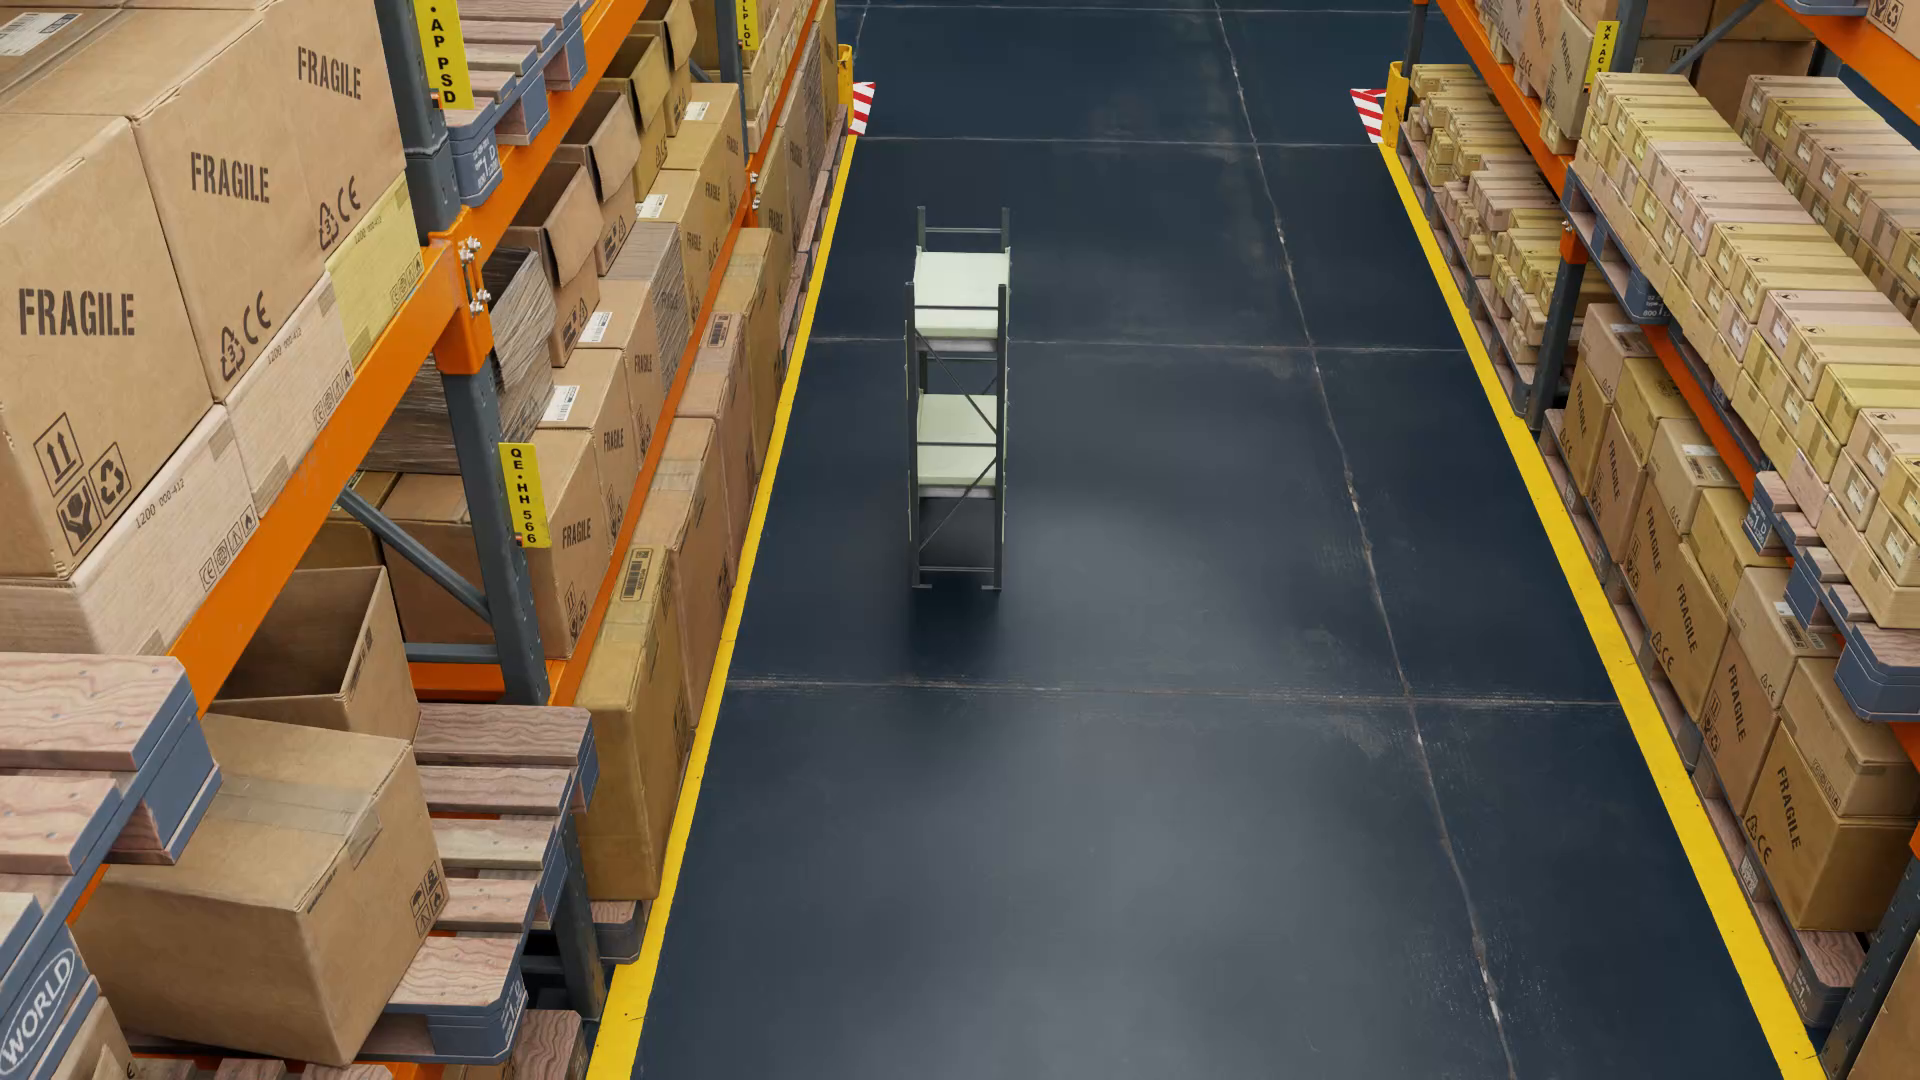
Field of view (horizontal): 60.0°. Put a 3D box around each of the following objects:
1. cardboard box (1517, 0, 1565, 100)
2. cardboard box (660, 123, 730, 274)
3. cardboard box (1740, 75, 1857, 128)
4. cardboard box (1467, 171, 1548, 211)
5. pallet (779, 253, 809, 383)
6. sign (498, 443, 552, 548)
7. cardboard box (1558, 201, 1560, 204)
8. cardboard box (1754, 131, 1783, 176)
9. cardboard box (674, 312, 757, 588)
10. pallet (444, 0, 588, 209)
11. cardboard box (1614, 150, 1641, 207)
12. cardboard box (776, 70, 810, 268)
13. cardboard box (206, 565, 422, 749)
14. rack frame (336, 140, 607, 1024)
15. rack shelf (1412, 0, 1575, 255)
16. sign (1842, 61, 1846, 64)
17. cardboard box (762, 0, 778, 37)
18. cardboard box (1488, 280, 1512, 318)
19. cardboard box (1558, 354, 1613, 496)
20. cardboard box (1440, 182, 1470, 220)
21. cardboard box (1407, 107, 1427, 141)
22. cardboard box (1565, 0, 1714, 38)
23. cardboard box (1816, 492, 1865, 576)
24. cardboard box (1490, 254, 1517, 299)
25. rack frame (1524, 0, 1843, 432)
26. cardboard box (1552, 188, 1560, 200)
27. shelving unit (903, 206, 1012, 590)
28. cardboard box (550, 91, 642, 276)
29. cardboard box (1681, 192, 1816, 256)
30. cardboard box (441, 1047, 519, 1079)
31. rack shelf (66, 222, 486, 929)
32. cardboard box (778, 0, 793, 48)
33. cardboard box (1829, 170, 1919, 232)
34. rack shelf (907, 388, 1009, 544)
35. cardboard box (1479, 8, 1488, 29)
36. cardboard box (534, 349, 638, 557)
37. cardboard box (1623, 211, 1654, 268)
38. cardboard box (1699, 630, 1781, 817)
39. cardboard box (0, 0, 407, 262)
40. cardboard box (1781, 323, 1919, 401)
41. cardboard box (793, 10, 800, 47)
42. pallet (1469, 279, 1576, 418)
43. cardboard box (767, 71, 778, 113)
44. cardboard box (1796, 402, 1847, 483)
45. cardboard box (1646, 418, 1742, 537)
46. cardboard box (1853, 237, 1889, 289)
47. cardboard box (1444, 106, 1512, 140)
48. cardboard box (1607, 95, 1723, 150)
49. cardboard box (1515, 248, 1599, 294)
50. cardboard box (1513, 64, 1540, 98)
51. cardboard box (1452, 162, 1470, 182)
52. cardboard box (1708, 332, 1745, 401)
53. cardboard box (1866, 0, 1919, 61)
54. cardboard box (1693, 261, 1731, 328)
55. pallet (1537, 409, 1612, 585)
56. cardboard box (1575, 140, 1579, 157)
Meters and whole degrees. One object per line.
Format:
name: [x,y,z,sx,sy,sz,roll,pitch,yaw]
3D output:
cardboard box: [3.186,-2.551,8.426,0.500,0.500,0.500,0,35,1]
cardboard box: [-1.298,-1.460,7.132,0.500,0.500,0.500,2,35,3]
cardboard box: [3.605,-1.883,7.157,0.380,0.149,0.250,3,35,4]
cardboard box: [3.160,-2.016,9.607,0.380,0.149,0.250,0,35,0]
pallet: [-1.417,-1.273,9.377,1.003,0.211,1.213,1,35,2]
sign: [-1.144,-0.114,4.366,0.100,0.325,0.005,1,35,2]
cardboard box: [3.708,-1.912,9.976,0.380,0.149,0.250,2,35,3]
cardboard box: [3.598,-1.612,7.029,0.380,0.149,0.250,2,35,2]
cardboard box: [-1.566,-0.399,7.192,1.225,0.875,0.875,0,35,0]
pallet: [-1.713,-1.201,4.406,1.213,0.211,1.003,3,35,4]
cardboard box: [2.933,-1.484,6.847,0.380,0.149,0.250,2,35,3]
cardboard box: [-1.383,-2.175,9.719,0.875,0.875,0.875,1,35,2]
cardboard box: [-1.668,0.418,4.094,0.500,0.500,0.500,-3,35,-4]
rack frame: [-1.686,0.320,4.686,1.000,3.000,0.127,1,35,2]
rack shelf: [3.507,-2.661,9.553,1.077,0.370,4.000,1,35,2]
sign: [3.981,-2.269,7.362,0.100,0.325,0.005,1,35,2]
cardboard box: [-1.223,-2.898,8.484,0.500,0.500,0.500,1,35,2]
cardboard box: [3.142,-1.345,9.169,0.380,0.149,0.250,0,35,0]
cardboard box: [3.132,-0.536,7.713,0.500,0.500,0.500,3,35,4]
cardboard box: [3.183,-2.086,10.224,0.380,0.149,0.250,0,35,0]
cardboard box: [3.246,-2.816,11.262,0.380,0.149,0.250,2,35,3]
cardboard box: [3.175,-2.654,7.702,0.500,0.500,0.500,0,35,0]
cardboard box: [2.838,-0.013,5.014,0.380,0.149,0.250,1,35,2]
cardboard box: [3.113,-1.431,9.033,0.380,0.149,0.250,0,35,0]
rack frame: [3.426,-1.806,7.711,1.000,3.000,0.127,1,35,2]
cardboard box: [3.795,-2.178,10.096,0.380,0.149,0.250,3,35,4]
shelving unit: [0.000,-0.610,7.313,0.431,1.500,0.755,1,35,2]
cardboard box: [-1.591,-1.311,6.047,0.797,0.503,0.637,2,35,3]
cardboard box: [2.900,-1.160,6.127,0.380,0.149,0.250,3,35,4]
cardboard box: [-1.693,1.548,4.730,0.700,0.500,0.500,0,35,-1]
rack shelf: [-1.767,0.536,2.396,1.077,0.370,4.000,1,35,2]
cardboard box: [-1.205,-2.886,9.119,0.500,0.250,0.500,2,35,3]
cardboard box: [3.559,-1.288,6.310,0.380,0.149,0.250,0,35,0]
rack shelf: [0.000,-0.343,7.501,0.431,0.370,0.720,1,35,2]
cardboard box: [3.266,-3.074,9.733,0.380,0.149,0.250,1,35,1]
cardboard box: [-1.376,-0.290,5.468,0.500,0.500,0.500,0,35,1]
cardboard box: [2.921,-1.212,6.719,0.380,0.149,0.250,2,35,2]
cardboard box: [3.056,0.661,6.010,0.500,0.500,0.500,3,35,4]
cardboard box: [-1.455,-0.873,3.253,0.500,0.500,0.500,2,35,3]
cardboard box: [2.857,-0.560,5.275,0.380,0.149,0.250,2,35,3]
cardboard box: [-1.120,-2.934,9.534,0.380,0.149,0.250,0,35,1]
pallet: [3.418,-1.052,9.063,1.003,0.211,1.213,1,35,2]
cardboard box: [-1.161,-2.340,8.690,0.380,0.149,0.250,2,35,3]
cardboard box: [2.848,-0.297,5.159,0.380,0.149,0.250,2,35,3]
cardboard box: [3.089,-0.244,6.645,0.500,0.250,0.500,3,35,4]
cardboard box: [3.558,-1.006,6.167,0.380,0.149,0.250,1,35,2]
cardboard box: [3.270,-2.612,10.455,0.380,0.149,0.250,0,35,0]
cardboard box: [2.946,-1.742,6.956,0.380,0.149,0.250,2,35,3]
cardboard box: [3.151,-1.413,8.748,0.380,0.149,0.250,2,35,2]
cardboard box: [3.192,-2.479,8.888,0.380,0.149,0.250,0,35,0]
cardboard box: [3.286,-2.338,10.323,0.380,0.149,0.250,0,35,0]
cardboard box: [2.883,-0.608,5.859,0.380,0.149,0.250,2,35,3]
cardboard box: [3.066,-1.684,4.842,0.500,0.500,0.500,1,35,2]
cardboard box: [2.890,-0.882,5.991,0.380,0.149,0.250,1,35,1]
pallet: [3.397,-0.218,7.876,1.003,0.211,1.213,1,35,2]
cardboard box: [3.204,-1.873,8.024,0.380,0.149,0.250,1,35,1]
